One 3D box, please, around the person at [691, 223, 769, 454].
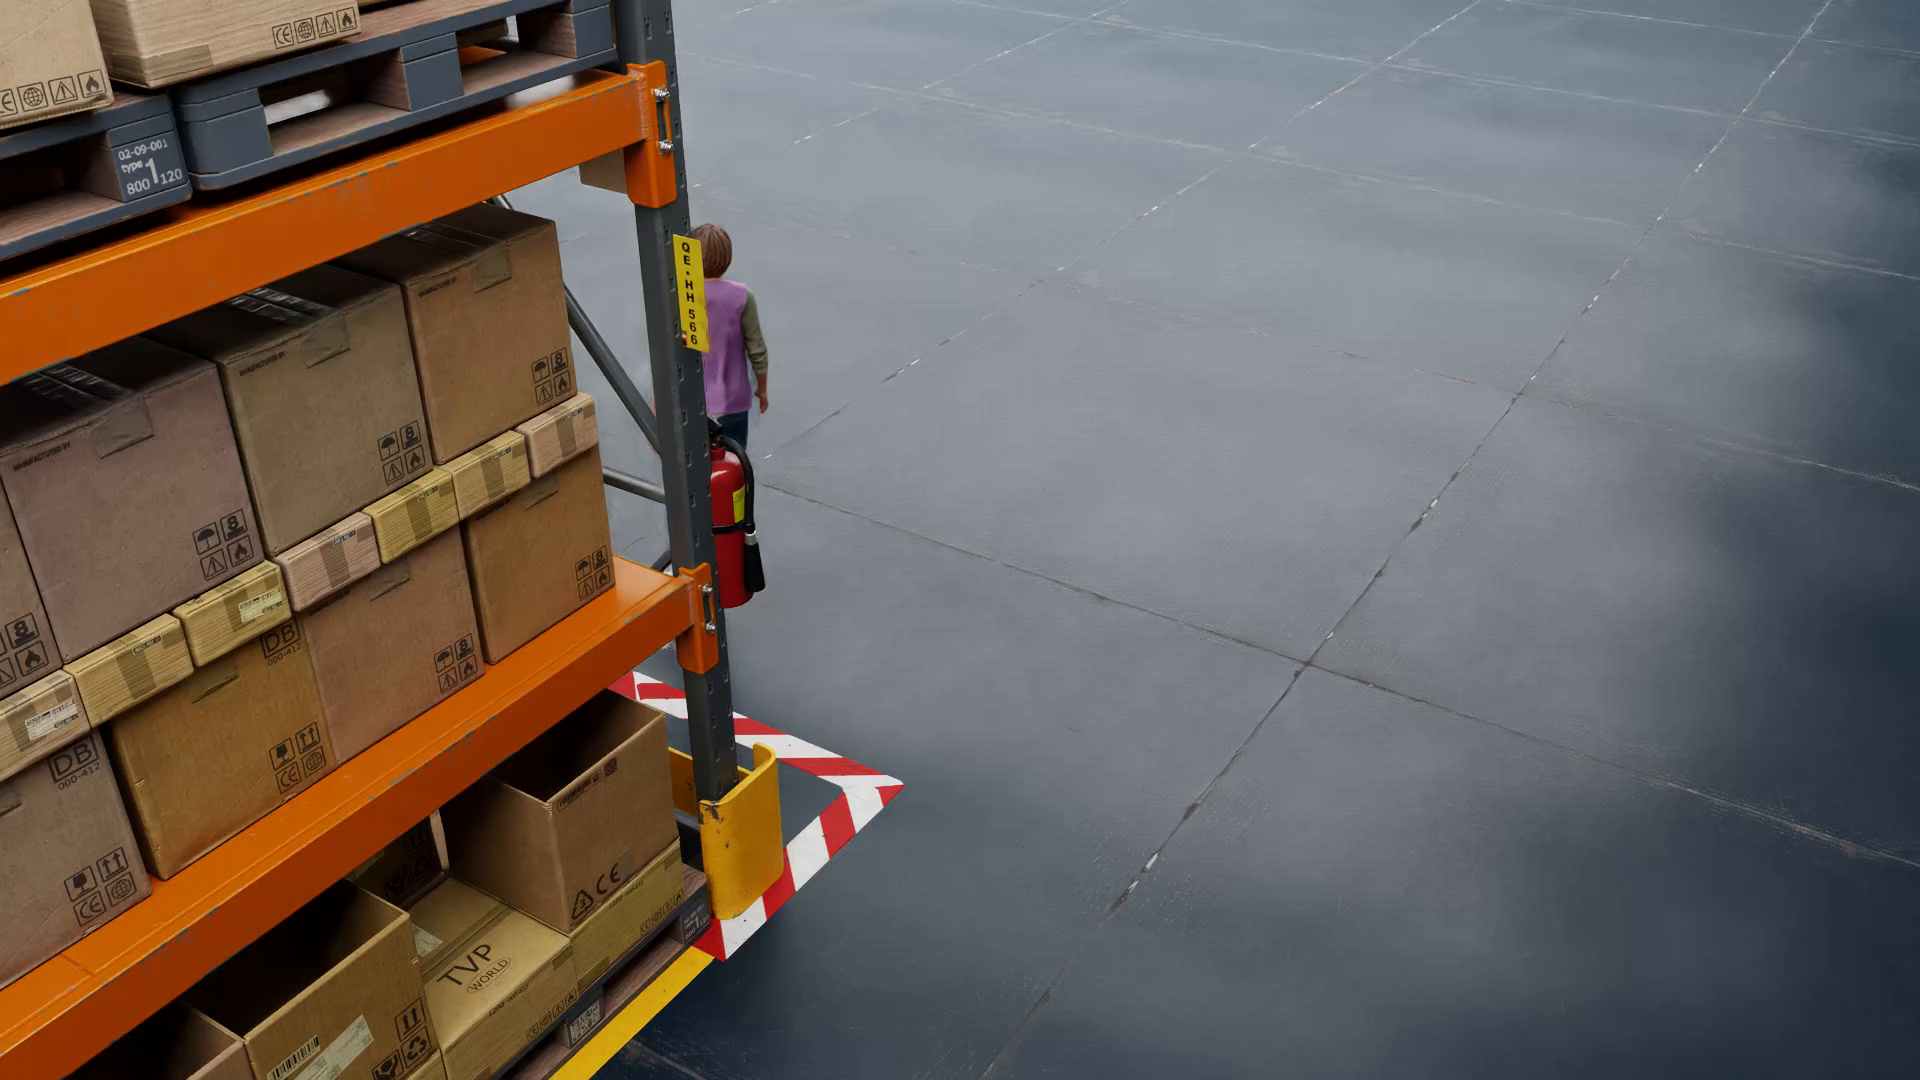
[{"bbox_3d":[-1.036,-0.604,7.132,0.446,1.543,0.891,4,31,7],"label":"person"}]
